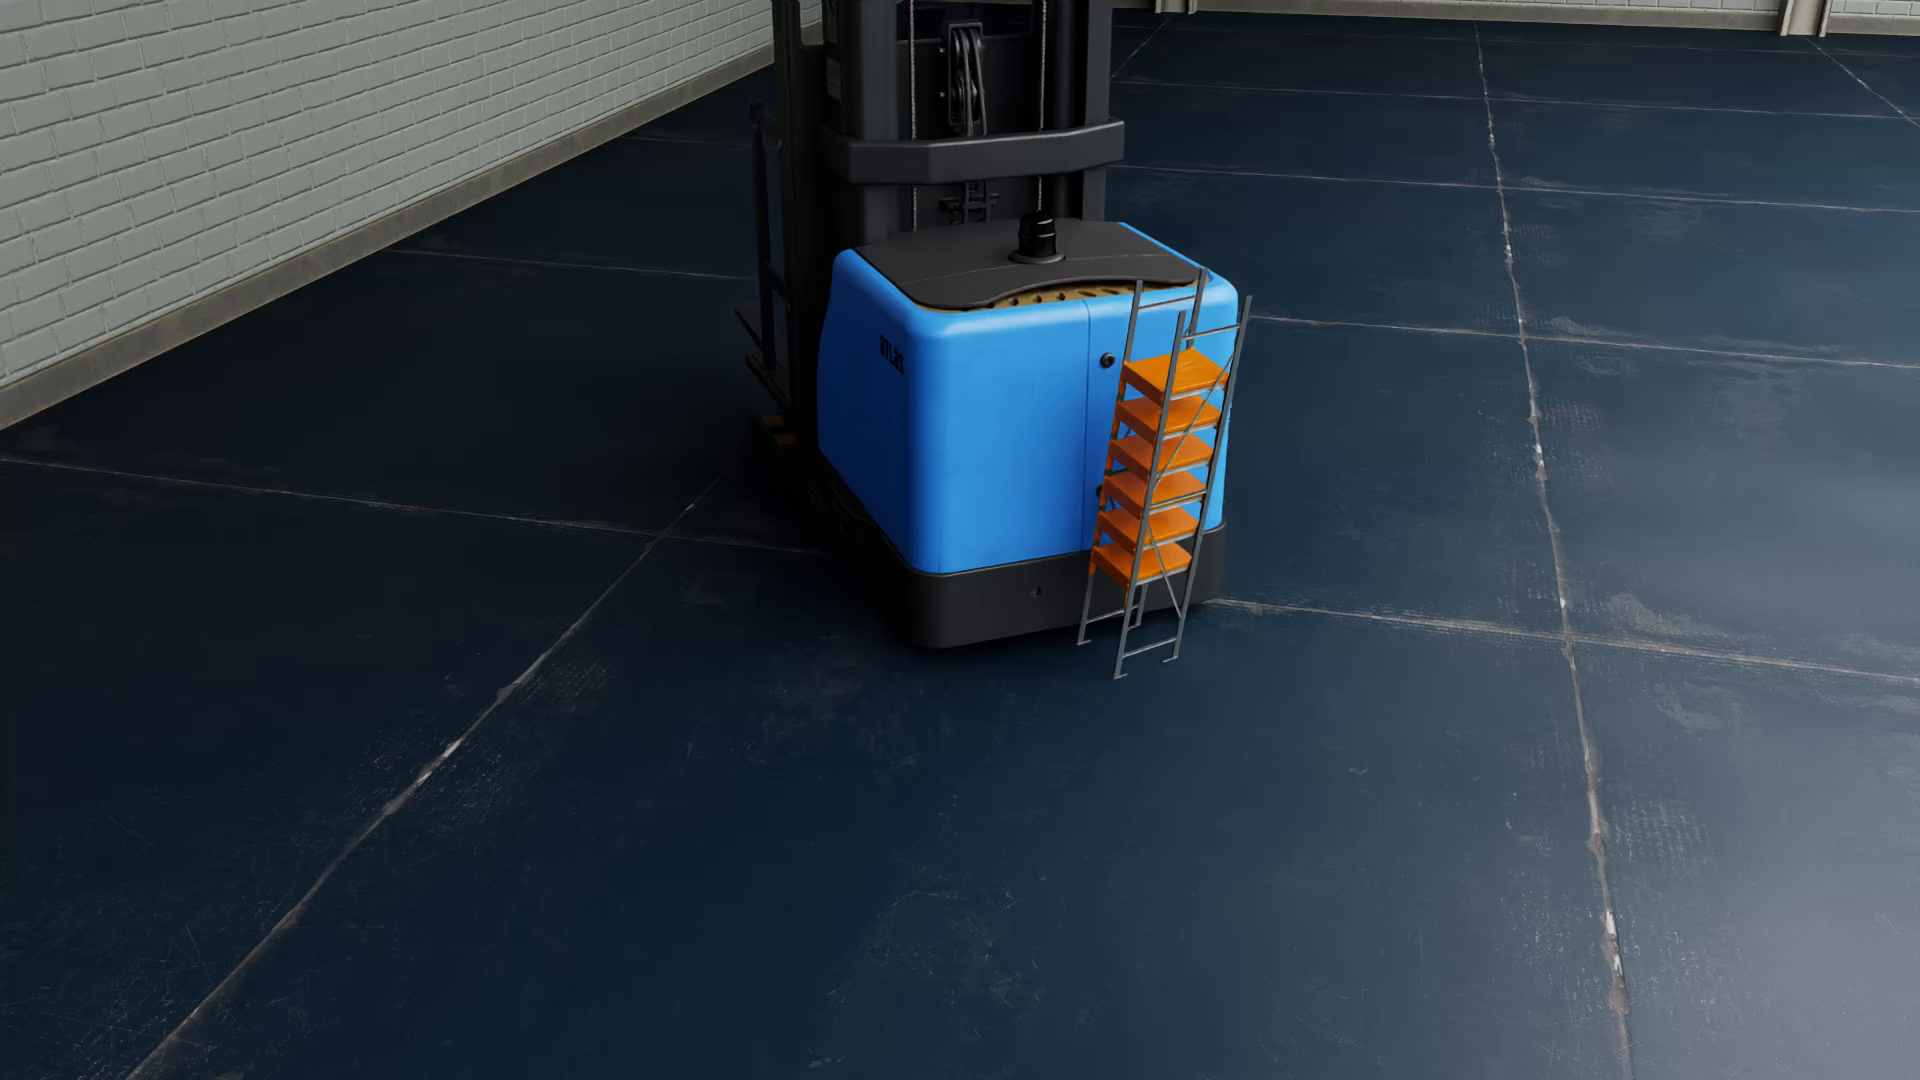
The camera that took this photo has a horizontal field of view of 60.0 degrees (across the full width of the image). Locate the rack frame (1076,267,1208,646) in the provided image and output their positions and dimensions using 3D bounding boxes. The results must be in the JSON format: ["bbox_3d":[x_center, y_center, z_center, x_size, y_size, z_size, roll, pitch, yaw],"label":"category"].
[{"bbox_3d":[0.507,-0.206,4.732,0.240,1.200,0.006,-15,39,-29],"label":"rack frame"}]

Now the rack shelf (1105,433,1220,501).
[{"bbox_3d":[0.563,-0.222,4.628,0.258,0.103,0.180,-15,39,-29],"label":"rack shelf"}]

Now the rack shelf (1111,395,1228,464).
[{"bbox_3d":[0.574,-0.321,4.562,0.258,0.103,0.180,-15,39,-29],"label":"rack shelf"}]

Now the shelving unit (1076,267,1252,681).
[{"bbox_3d":[0.556,-0.159,4.670,0.258,1.200,0.189,-15,39,-29],"label":"shelving unit"}]

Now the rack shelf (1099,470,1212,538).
[{"bbox_3d":[0.552,-0.123,4.694,0.258,0.103,0.180,-15,39,-29],"label":"rack shelf"}]

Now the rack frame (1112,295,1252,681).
[{"bbox_3d":[0.604,-0.113,4.608,0.240,1.200,0.006,-15,39,-29],"label":"rack frame"}]

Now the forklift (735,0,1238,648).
[{"bbox_3d":[-0.160,-1.614,5.730,1.130,2.935,3.031,-9,27,-18],"label":"forklift"}]

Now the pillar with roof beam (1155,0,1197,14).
[{"bbox_3d":[1.175,-7.775,11.613,0.400,9.000,9.100,6,26,13],"label":"pillar with roof beam"}]

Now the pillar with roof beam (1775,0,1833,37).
[{"bbox_3d":[6.986,-7.133,10.263,0.400,9.000,9.100,6,26,13],"label":"pillar with roof beam"}]

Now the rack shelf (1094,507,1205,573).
[{"bbox_3d":[0.541,-0.023,4.761,0.258,0.103,0.180,-15,39,-29],"label":"rack shelf"}]

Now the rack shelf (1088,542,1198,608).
[{"bbox_3d":[0.530,0.076,4.827,0.258,0.103,0.180,-15,39,-29],"label":"rack shelf"}]

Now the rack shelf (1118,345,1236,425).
[{"bbox_3d":[0.585,-0.421,4.495,0.258,0.103,0.180,-15,39,-29],"label":"rack shelf"}]
